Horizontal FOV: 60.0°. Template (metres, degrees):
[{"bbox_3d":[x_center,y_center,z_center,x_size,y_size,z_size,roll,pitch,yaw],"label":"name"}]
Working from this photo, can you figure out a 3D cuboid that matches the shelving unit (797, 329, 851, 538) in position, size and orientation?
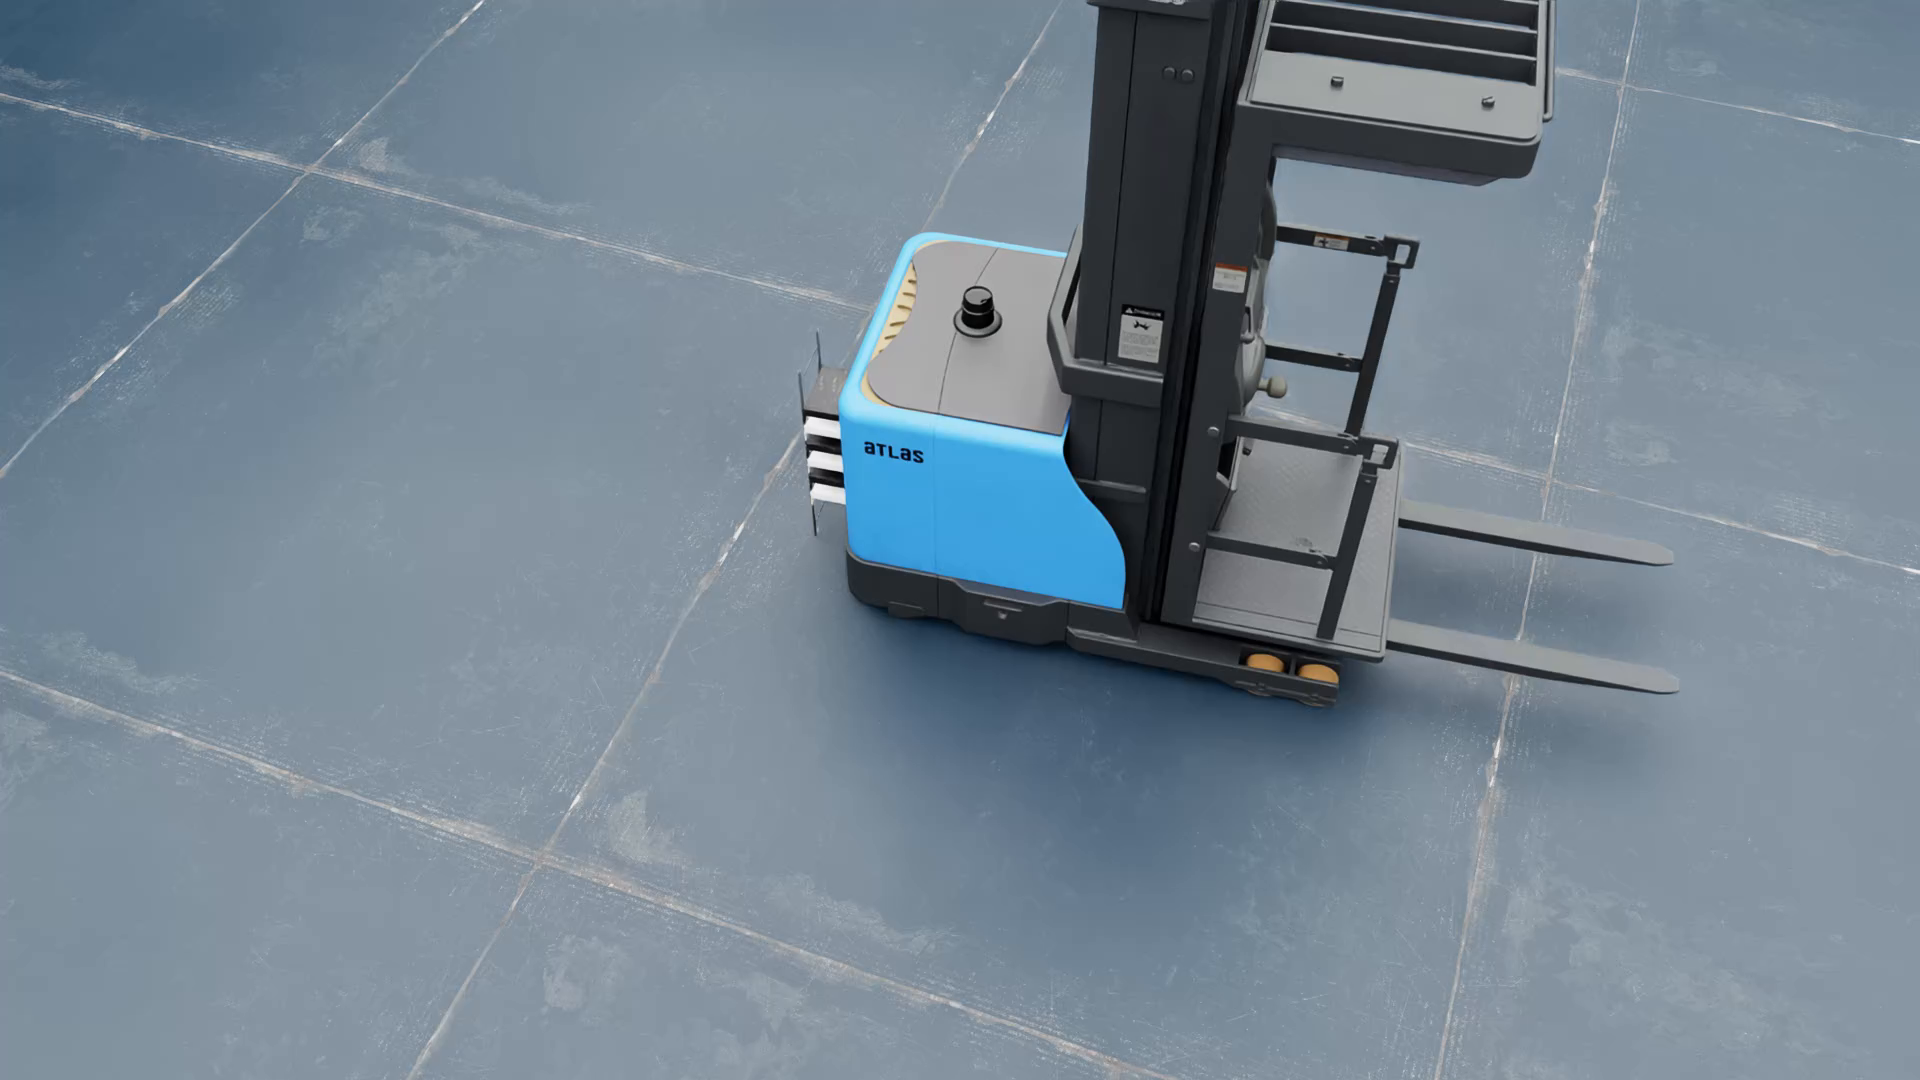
[{"bbox_3d":[-0.451,-0.373,6.344,0.210,0.900,0.258,11,50,9],"label":"shelving unit"}]

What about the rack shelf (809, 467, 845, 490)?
[{"bbox_3d":[-0.451,-0.292,6.437,0.200,0.077,0.258,11,50,9],"label":"rack shelf"}]

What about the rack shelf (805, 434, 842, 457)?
[{"bbox_3d":[-0.451,-0.410,6.301,0.200,0.077,0.258,11,50,9],"label":"rack shelf"}]

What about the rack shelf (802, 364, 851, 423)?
[{"bbox_3d":[-0.451,-0.528,6.165,0.200,0.077,0.258,11,50,9],"label":"rack shelf"}]

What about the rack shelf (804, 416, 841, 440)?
[{"bbox_3d":[-0.451,-0.469,6.233,0.200,0.077,0.258,11,50,9],"label":"rack shelf"}]

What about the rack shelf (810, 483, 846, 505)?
[{"bbox_3d":[-0.451,-0.233,6.505,0.200,0.077,0.258,11,50,9],"label":"rack shelf"}]

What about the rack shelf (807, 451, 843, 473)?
[{"bbox_3d":[-0.451,-0.351,6.369,0.200,0.077,0.258,11,50,9],"label":"rack shelf"}]

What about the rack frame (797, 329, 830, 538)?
[{"bbox_3d":[-0.550,-0.391,6.360,0.006,0.900,0.240,11,50,9],"label":"rack frame"}]

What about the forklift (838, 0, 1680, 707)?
[{"bbox_3d":[1.145,-0.798,5.369,3.031,2.935,1.130,11,50,9],"label":"forklift"}]
